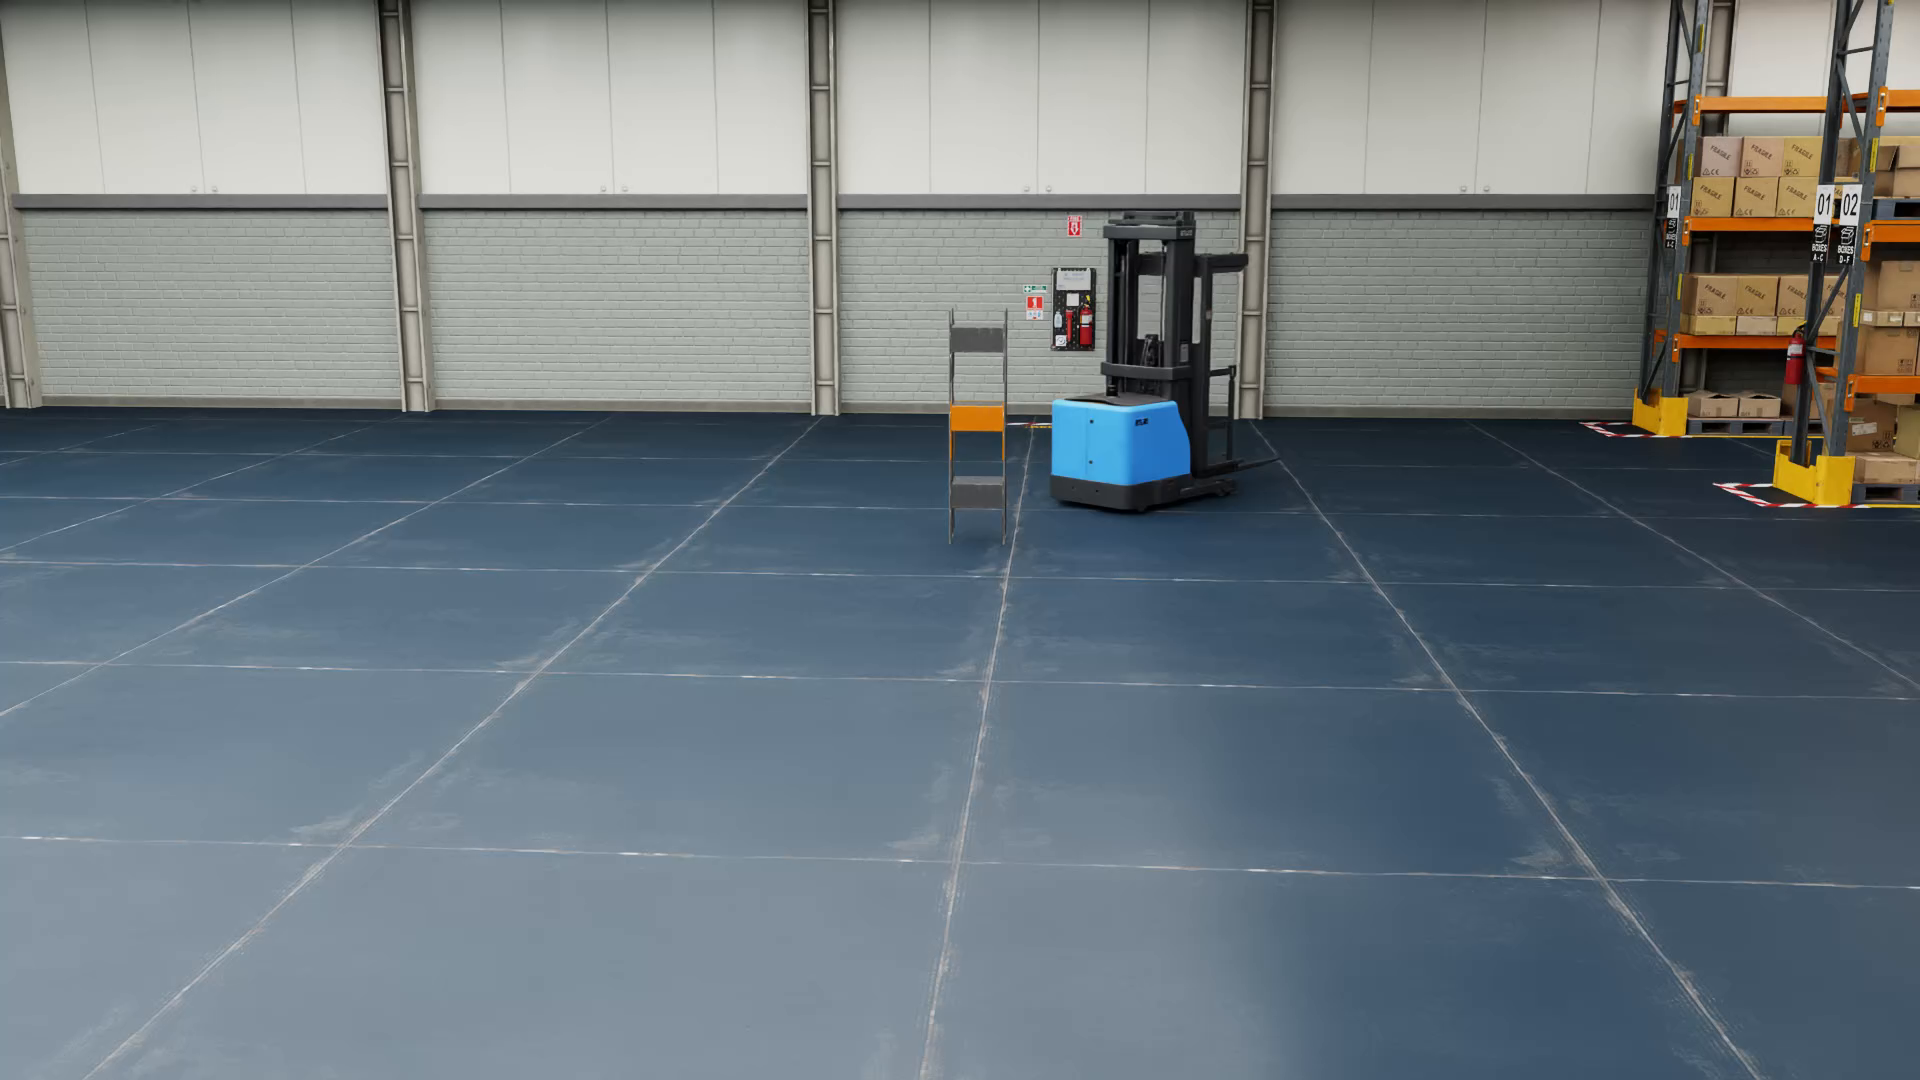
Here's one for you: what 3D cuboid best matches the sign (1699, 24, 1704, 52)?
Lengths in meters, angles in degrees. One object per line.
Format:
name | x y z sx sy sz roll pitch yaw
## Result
sign | 9.262 -6.272 20.781 0.005 0.325 0.100 1 12 4

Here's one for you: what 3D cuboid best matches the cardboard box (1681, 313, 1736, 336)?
cardboard box | 9.764 -2.815 21.700 0.500 0.250 0.500 0 12 2

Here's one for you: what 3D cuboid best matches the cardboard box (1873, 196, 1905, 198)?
cardboard box | 11.710 -4.389 21.284 0.500 0.500 0.500 0 12 2

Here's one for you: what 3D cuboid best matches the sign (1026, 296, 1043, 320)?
sign | 1.060 -3.287 23.553 0.234 0.329 0.001 1 12 4

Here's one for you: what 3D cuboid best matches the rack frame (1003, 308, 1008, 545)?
rack frame | 0.409 -1.022 15.008 0.015 2.100 0.400 1 12 4

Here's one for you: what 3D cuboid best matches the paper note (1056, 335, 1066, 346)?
paper note | 1.433 -2.827 23.589 0.142 0.148 0.016 1 12 4

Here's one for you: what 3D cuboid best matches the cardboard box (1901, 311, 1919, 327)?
cardboard box | 9.612 -2.252 16.864 0.250 0.149 0.380 0 12 2

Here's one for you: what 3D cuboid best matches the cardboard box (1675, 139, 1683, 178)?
cardboard box | 9.746 -5.014 21.834 0.500 0.500 0.500 1 12 6

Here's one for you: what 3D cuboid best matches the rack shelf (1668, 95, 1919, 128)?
rack shelf | 11.294 -5.506 21.358 4.000 0.370 1.077 1 12 4

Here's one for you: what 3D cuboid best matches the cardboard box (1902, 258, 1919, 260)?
cardboard box | 10.014 -2.607 16.972 0.500 0.500 0.700 0 12 2

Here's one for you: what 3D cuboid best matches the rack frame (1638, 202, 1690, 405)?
rack frame | 9.298 -2.951 22.029 0.127 3.000 1.000 1 12 4

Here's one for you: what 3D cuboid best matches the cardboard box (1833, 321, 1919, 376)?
cardboard box | 9.436 -1.978 17.138 0.500 0.500 0.700 1 12 4

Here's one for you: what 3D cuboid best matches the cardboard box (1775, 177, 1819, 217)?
cardboard box | 10.667 -4.401 21.344 0.500 0.500 0.500 1 12 6

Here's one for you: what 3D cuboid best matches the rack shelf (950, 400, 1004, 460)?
rack shelf | 0.165 -1.012 15.027 0.480 0.518 0.431 1 12 4

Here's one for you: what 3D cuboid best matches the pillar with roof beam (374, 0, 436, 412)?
pillar with roof beam | -8.193 -5.421 19.187 0.400 9.000 9.100 1 12 4

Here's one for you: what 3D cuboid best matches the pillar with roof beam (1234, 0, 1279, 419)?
pillar with roof beam | 3.780 -5.257 18.402 0.400 9.000 9.100 1 12 4

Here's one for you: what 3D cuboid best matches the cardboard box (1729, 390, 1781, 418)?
cardboard box | 10.552 -1.814 22.089 0.500 0.311 0.500 2 12 8

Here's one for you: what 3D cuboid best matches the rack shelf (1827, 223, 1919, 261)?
rack shelf | 10.967 -3.027 16.827 4.000 0.370 1.077 1 12 4

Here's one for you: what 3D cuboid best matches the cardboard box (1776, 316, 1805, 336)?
cardboard box | 10.791 -2.803 21.641 0.500 0.250 0.500 1 12 3

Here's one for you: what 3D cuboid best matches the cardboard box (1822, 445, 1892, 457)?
cardboard box | 9.526 -0.851 17.683 0.500 0.250 0.500 1 12 4

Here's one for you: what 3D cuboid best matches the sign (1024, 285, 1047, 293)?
sign | 1.064 -3.545 23.489 0.331 0.109 0.001 1 12 4

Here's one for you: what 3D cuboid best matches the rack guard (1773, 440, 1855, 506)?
rack guard | 8.947 -0.715 17.448 0.348 0.500 1.175 1 12 4

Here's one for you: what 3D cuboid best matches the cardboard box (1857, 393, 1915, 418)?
cardboard box | 12.251 -1.894 22.007 0.500 0.500 0.500 0 12 -1

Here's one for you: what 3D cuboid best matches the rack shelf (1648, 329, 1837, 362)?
rack shelf | 11.294 -2.571 21.972 4.000 0.370 1.077 1 12 4

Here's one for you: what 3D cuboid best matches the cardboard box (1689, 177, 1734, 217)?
cardboard box | 9.615 -4.422 21.444 0.500 0.500 0.500 1 12 5

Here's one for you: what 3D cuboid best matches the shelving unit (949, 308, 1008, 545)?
shelving unit | 0.165 -1.025 15.024 0.503 2.100 0.431 1 12 4

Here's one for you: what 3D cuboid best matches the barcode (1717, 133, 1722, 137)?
barcode | 10.040 -5.343 21.990 0.075 0.075 0.001 1 12 4

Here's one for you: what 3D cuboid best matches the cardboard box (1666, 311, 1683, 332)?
cardboard box | 9.778 -2.920 22.201 0.500 0.250 0.500 1 12 5

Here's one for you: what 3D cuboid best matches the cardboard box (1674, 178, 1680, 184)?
cardboard box | 9.732 -4.523 21.930 0.500 0.500 0.500 2 12 8

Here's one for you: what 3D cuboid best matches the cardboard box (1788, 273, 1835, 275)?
cardboard box | 11.303 -3.269 22.037 0.500 0.500 0.500 1 12 5

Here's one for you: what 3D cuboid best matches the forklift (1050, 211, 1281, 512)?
forklift | 2.294 -1.952 17.424 1.130 2.935 3.031 11 16 42

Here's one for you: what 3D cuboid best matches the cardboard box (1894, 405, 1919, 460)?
cardboard box | 9.990 -1.106 17.070 0.500 0.500 0.500 1 12 4

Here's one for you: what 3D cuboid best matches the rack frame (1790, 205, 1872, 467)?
rack frame | 8.971 -1.938 17.191 0.127 3.000 1.000 1 12 4

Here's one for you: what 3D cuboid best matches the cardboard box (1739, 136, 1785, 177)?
cardboard box | 10.164 -4.895 21.263 0.500 0.500 0.500 1 12 3

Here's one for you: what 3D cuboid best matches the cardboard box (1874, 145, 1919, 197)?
cardboard box | 9.544 -3.723 16.774 0.637 0.503 0.797 2 12 8

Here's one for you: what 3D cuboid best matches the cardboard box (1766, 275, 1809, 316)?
cardboard box | 10.762 -3.169 21.559 0.500 0.500 0.500 0 12 2

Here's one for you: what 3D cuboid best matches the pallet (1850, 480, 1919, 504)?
pallet | 9.737 -0.572 17.467 1.213 0.211 1.003 1 12 4

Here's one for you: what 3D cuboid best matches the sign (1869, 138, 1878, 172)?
sign | 8.928 -3.760 16.245 0.005 0.325 0.100 1 12 4

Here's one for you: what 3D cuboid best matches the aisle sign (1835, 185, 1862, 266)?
aisle sign | 8.885 -3.149 16.630 0.004 0.787 0.394 1 12 4

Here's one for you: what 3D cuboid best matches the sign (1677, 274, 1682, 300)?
sign | 9.262 -3.263 21.411 0.005 0.325 0.100 1 12 4

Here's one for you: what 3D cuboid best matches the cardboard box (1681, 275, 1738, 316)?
cardboard box | 9.755 -3.186 21.641 0.500 0.500 0.500 1 12 4

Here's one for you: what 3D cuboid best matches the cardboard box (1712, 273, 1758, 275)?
cardboard box | 10.285 -3.282 22.100 0.500 0.500 0.500 1 12 5

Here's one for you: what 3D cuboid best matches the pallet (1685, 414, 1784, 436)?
pallet | 10.183 -1.566 22.222 1.213 0.211 1.003 1 12 4

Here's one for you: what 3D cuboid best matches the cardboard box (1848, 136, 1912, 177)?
cardboard box | 11.702 -4.874 21.163 0.500 0.500 0.500 0 12 2

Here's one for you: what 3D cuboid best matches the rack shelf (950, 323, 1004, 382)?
rack shelf | 0.165 -1.697 14.884 0.480 0.518 0.431 1 12 4

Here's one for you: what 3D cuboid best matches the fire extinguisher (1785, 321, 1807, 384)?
fire extinguisher | 8.884 -1.997 17.660 0.183 0.674 0.296 1 12 4

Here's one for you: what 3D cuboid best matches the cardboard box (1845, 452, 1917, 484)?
cardboard box | 9.491 -0.745 17.177 0.500 0.250 0.500 1 12 4
